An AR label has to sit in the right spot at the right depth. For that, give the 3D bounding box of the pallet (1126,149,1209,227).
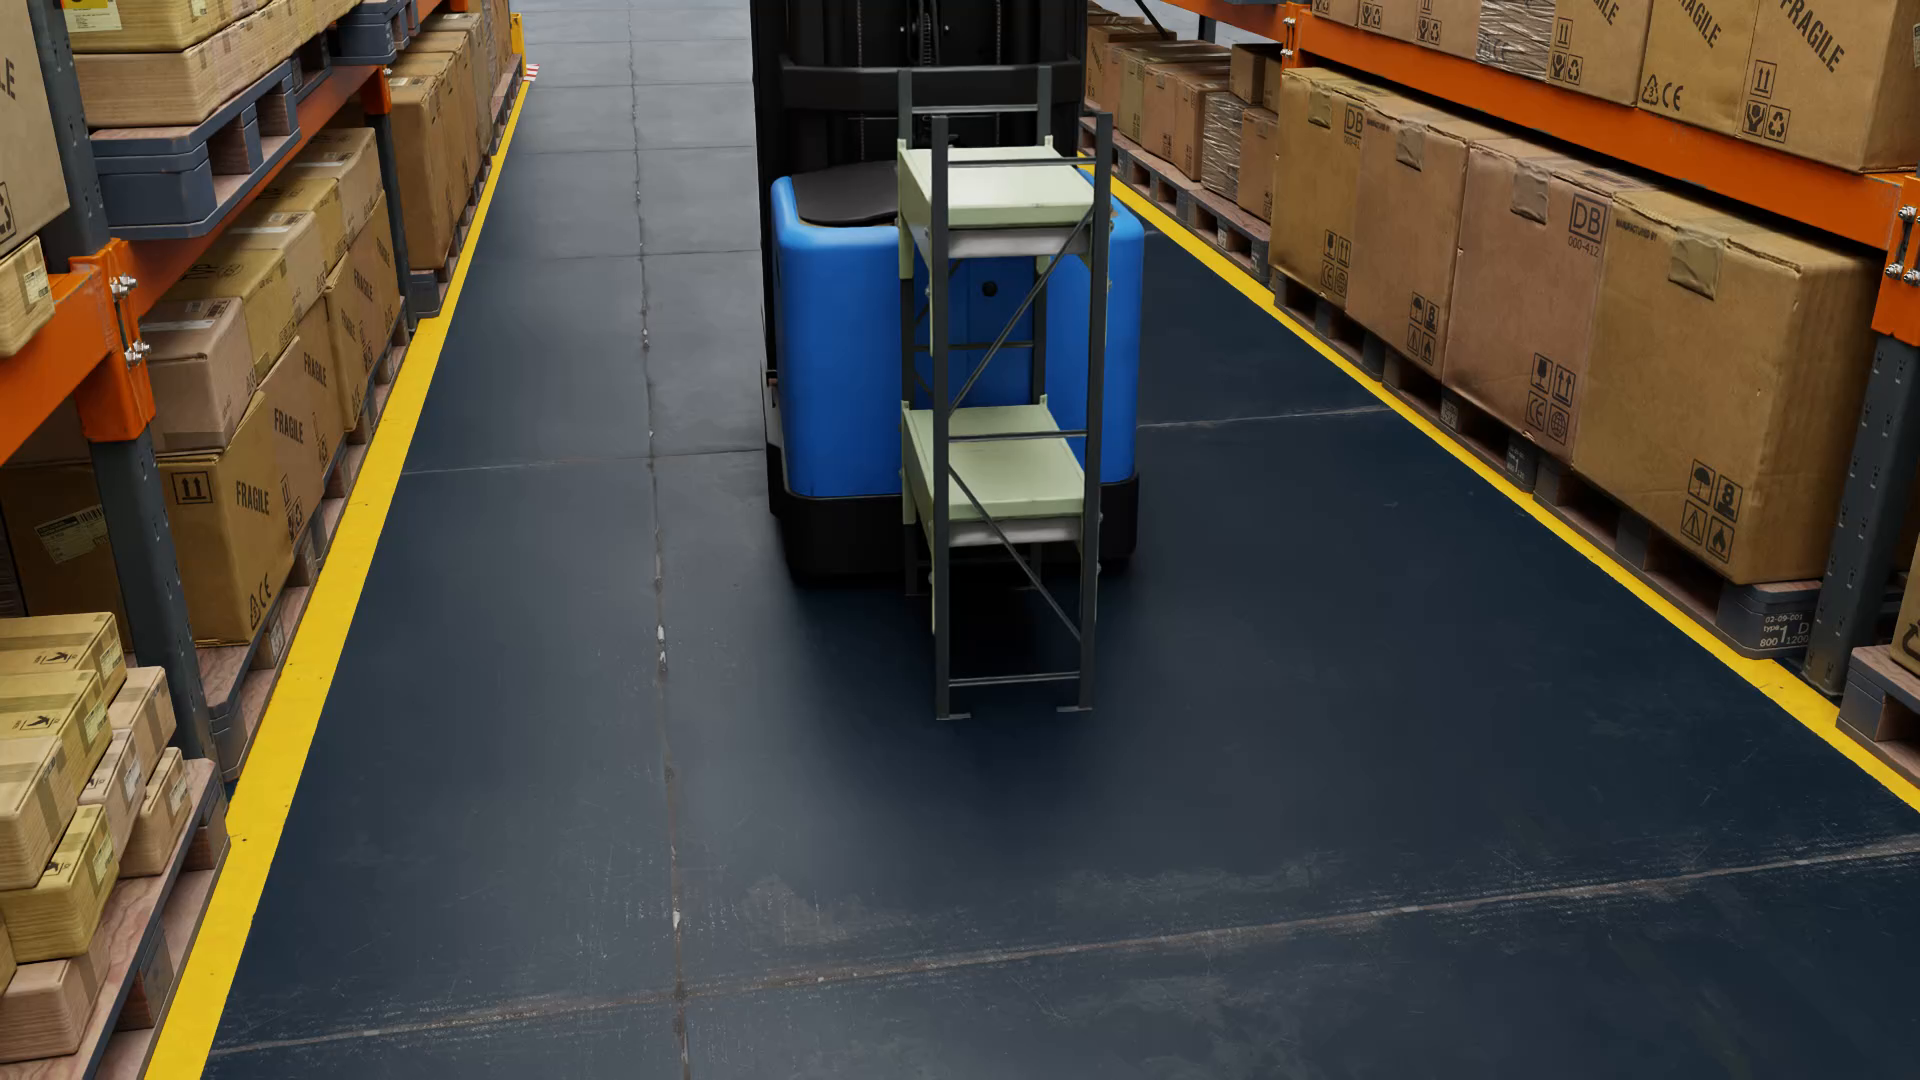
[{"bbox_3d":[1.624,-2.103,9.802,1.003,0.211,1.213,-4,24,-10],"label":"pallet"}]

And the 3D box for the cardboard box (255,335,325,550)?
[{"bbox_3d":[-2.140,-0.259,4.694,0.500,0.500,0.500,-3,24,-7],"label":"cardboard box"}]

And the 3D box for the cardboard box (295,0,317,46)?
[{"bbox_3d":[-2.032,-1.474,4.665,0.380,0.149,0.250,-5,24,-11],"label":"cardboard box"}]

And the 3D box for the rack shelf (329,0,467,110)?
[{"bbox_3d":[-3.274,-2.724,8.639,1.077,0.370,4.000,-4,24,-10],"label":"rack shelf"}]

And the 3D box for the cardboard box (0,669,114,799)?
[{"bbox_3d":[-1.756,0.366,2.959,0.380,0.149,0.250,-4,24,-9],"label":"cardboard box"}]

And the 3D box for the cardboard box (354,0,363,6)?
[{"bbox_3d":[-2.226,-1.887,5.613,0.380,0.149,0.250,-5,24,-10],"label":"cardboard box"}]

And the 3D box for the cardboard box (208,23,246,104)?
[{"bbox_3d":[-1.842,-1.069,3.739,0.380,0.149,0.250,-4,24,-9],"label":"cardboard box"}]

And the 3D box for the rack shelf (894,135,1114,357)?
[{"bbox_3d":[0.088,-0.744,4.106,0.431,0.370,0.720,-3,24,-7],"label":"rack shelf"}]

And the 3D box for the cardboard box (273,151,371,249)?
[{"bbox_3d":[-2.416,-1.211,5.936,0.500,0.250,0.500,-4,24,-9],"label":"cardboard box"}]

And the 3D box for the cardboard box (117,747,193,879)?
[{"bbox_3d":[-1.757,0.549,3.282,0.380,0.149,0.250,-4,24,-9],"label":"cardboard box"}]

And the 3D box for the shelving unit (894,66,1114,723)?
[{"bbox_3d":[0.088,-0.387,4.262,0.431,1.500,0.755,-3,24,-7],"label":"shelving unit"}]

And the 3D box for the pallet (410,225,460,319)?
[{"bbox_3d":[-2.976,-1.305,7.975,1.003,0.211,1.213,-4,24,-10],"label":"pallet"}]

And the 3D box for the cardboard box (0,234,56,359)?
[{"bbox_3d":[-1.727,-0.391,2.711,0.380,0.149,0.250,-5,24,-11],"label":"cardboard box"}]

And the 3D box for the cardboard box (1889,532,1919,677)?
[{"bbox_3d":[2.772,0.025,3.574,0.875,0.875,0.875,-4,24,-10],"label":"cardboard box"}]

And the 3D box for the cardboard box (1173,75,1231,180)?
[{"bbox_3d":[1.619,-2.353,9.462,0.700,0.500,0.500,-2,24,-5],"label":"cardboard box"}]

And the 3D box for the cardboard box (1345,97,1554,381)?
[{"bbox_3d":[2.254,-1.189,6.355,1.225,0.875,0.875,-4,24,-10],"label":"cardboard box"}]

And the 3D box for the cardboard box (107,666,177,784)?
[{"bbox_3d":[-1.793,0.384,3.289,0.380,0.149,0.250,-4,24,-9],"label":"cardboard box"}]

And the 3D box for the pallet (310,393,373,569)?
[{"bbox_3d":[-2.539,-0.203,5.451,1.003,0.211,1.213,-4,24,-10],"label":"pallet"}]

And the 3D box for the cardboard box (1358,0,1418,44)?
[{"bbox_3d":[1.909,-2.227,6.475,0.500,0.500,0.500,-5,24,-11],"label":"cardboard box"}]

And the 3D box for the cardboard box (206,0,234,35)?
[{"bbox_3d":[-1.835,-1.198,3.664,0.380,0.149,0.250,-5,24,-11],"label":"cardboard box"}]

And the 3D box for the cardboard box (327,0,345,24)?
[{"bbox_3d":[-2.129,-1.680,5.138,0.380,0.149,0.250,-4,24,-8],"label":"cardboard box"}]

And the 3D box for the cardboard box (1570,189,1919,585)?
[{"bbox_3d":[2.591,-0.490,4.755,1.225,0.875,0.875,-4,24,-10],"label":"cardboard box"}]

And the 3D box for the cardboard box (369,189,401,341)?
[{"bbox_3d":[-2.525,-1.075,6.562,0.500,0.500,0.500,-4,24,-10],"label":"cardboard box"}]

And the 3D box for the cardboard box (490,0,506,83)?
[{"bbox_3d":[-4.028,-4.025,12.848,0.875,0.875,0.875,-5,24,-11],"label":"cardboard box"}]

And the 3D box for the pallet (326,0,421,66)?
[{"bbox_3d":[-2.667,-1.907,6.108,1.213,0.211,1.003,-4,24,-10],"label":"pallet"}]

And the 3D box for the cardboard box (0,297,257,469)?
[{"bbox_3d":[-2.041,-0.395,4.068,0.500,0.250,0.500,-5,24,-12],"label":"cardboard box"}]

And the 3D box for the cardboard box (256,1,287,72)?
[{"bbox_3d":[-1.930,-1.266,4.191,0.380,0.149,0.250,-4,24,-9],"label":"cardboard box"}]

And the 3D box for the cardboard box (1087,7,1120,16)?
[{"bbox_3d":[0.910,-3.838,12.889,0.500,0.500,0.500,-6,24,-14],"label":"cardboard box"}]

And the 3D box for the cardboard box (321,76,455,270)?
[{"bbox_3d":[-2.928,-1.675,7.624,1.050,0.750,0.750,-5,24,-10],"label":"cardboard box"}]

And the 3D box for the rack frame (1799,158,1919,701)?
[{"bbox_3d":[2.729,-1.021,3.841,1.000,3.000,0.127,-4,24,-10],"label":"rack frame"}]

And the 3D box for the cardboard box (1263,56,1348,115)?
[{"bbox_3d":[1.836,-2.256,8.304,0.500,0.250,0.500,-3,24,-8],"label":"cardboard box"}]

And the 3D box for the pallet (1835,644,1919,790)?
[{"bbox_3d":[2.793,0.561,3.701,1.003,0.211,1.213,-4,24,-10],"label":"pallet"}]

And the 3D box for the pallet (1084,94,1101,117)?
[{"bbox_3d":[1.091,-3.152,12.203,1.003,0.211,1.213,-4,24,-10],"label":"pallet"}]

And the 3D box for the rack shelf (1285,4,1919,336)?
[{"bbox_3d":[2.359,-1.478,5.786,1.077,0.370,4.000,-4,24,-10],"label":"rack shelf"}]

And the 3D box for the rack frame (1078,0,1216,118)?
[{"bbox_3d":[1.250,-4.168,11.046,1.000,3.000,0.127,-4,24,-10],"label":"rack frame"}]

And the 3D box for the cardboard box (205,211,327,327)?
[{"bbox_3d":[-2.232,-0.805,5.007,0.500,0.250,0.500,-3,24,-8],"label":"cardboard box"}]

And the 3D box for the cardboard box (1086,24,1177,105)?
[{"bbox_3d":[1.215,-3.375,11.829,0.500,0.500,0.500,-5,24,-11],"label":"cardboard box"}]

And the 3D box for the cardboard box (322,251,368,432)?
[{"bbox_3d":[-2.319,-0.664,5.620,0.500,0.500,0.500,-5,24,-12],"label":"cardboard box"}]

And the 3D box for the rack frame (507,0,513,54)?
[{"bbox_3d":[-4.383,-5.414,13.899,1.000,3.000,0.127,-4,24,-10],"label":"rack frame"}]

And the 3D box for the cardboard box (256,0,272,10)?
[{"bbox_3d":[-1.932,-1.402,4.130,0.380,0.149,0.250,-5,24,-12],"label":"cardboard box"}]

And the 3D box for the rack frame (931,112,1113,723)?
[{"bbox_3d":[0.137,-0.242,3.929,0.400,1.500,0.023,-3,24,-7],"label":"rack frame"}]

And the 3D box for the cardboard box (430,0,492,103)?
[{"bbox_3d":[-3.691,-3.312,11.216,0.875,0.875,0.875,-4,24,-9],"label":"cardboard box"}]

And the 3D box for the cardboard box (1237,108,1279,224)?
[{"bbox_3d":[1.846,-1.913,8.456,0.700,0.500,0.500,-6,24,-13],"label":"cardboard box"}]

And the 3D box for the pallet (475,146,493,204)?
[{"bbox_3d":[-3.427,-2.265,10.172,1.003,0.211,1.213,-4,24,-10],"label":"pallet"}]

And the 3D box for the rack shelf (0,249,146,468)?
[{"bbox_3d":[-1.794,0.422,1.434,1.077,0.370,4.000,-4,24,-10],"label":"rack shelf"}]

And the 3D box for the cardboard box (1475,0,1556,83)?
[{"bbox_3d":[2.098,-1.829,5.564,0.500,0.500,0.500,-4,24,-10],"label":"cardboard box"}]

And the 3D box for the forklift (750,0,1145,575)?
[{"bbox_3d":[-0.178,-1.797,5.702,1.130,2.935,3.031,-3,24,-7],"label":"forklift"}]

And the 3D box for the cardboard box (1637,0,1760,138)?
[{"bbox_3d":[2.289,-1.426,4.643,0.500,0.500,0.500,-4,24,-8],"label":"cardboard box"}]

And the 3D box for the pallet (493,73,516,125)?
[{"bbox_3d":[-3.936,-3.349,12.653,1.003,0.211,1.213,-4,24,-10],"label":"pallet"}]

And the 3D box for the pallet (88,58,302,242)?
[{"bbox_3d":[-2.163,-0.918,3.843,1.003,0.211,1.213,-4,24,-10],"label":"pallet"}]

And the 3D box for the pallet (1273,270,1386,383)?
[{"bbox_3d":[2.061,-1.001,7.279,1.003,0.211,1.213,-4,24,-10],"label":"pallet"}]

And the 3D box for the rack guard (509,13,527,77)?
[{"bbox_3d":[-4.388,-4.278,14.421,1.175,0.500,0.348,-4,24,-10],"label":"rack guard"}]

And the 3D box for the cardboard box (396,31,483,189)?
[{"bbox_3d":[-3.266,-2.385,9.249,1.050,0.750,0.750,-4,24,-10],"label":"cardboard box"}]

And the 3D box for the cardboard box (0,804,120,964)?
[{"bbox_3d":[-1.664,0.594,2.809,0.380,0.149,0.250,-5,24,-12],"label":"cardboard box"}]

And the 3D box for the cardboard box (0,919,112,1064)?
[{"bbox_3d":[-1.679,0.757,2.807,0.380,0.149,0.250,-5,24,-12],"label":"cardboard box"}]

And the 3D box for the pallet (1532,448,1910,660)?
[{"bbox_3d":[2.512,-0.041,5.081,1.003,0.211,1.213,-4,24,-10],"label":"pallet"}]

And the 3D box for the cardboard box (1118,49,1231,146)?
[{"bbox_3d":[1.412,-2.792,10.469,0.700,0.500,0.500,-4,24,-10],"label":"cardboard box"}]

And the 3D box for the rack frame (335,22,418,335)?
[{"bbox_3d":[-2.904,-2.267,6.694,1.000,3.000,0.127,-4,24,-10],"label":"rack frame"}]
